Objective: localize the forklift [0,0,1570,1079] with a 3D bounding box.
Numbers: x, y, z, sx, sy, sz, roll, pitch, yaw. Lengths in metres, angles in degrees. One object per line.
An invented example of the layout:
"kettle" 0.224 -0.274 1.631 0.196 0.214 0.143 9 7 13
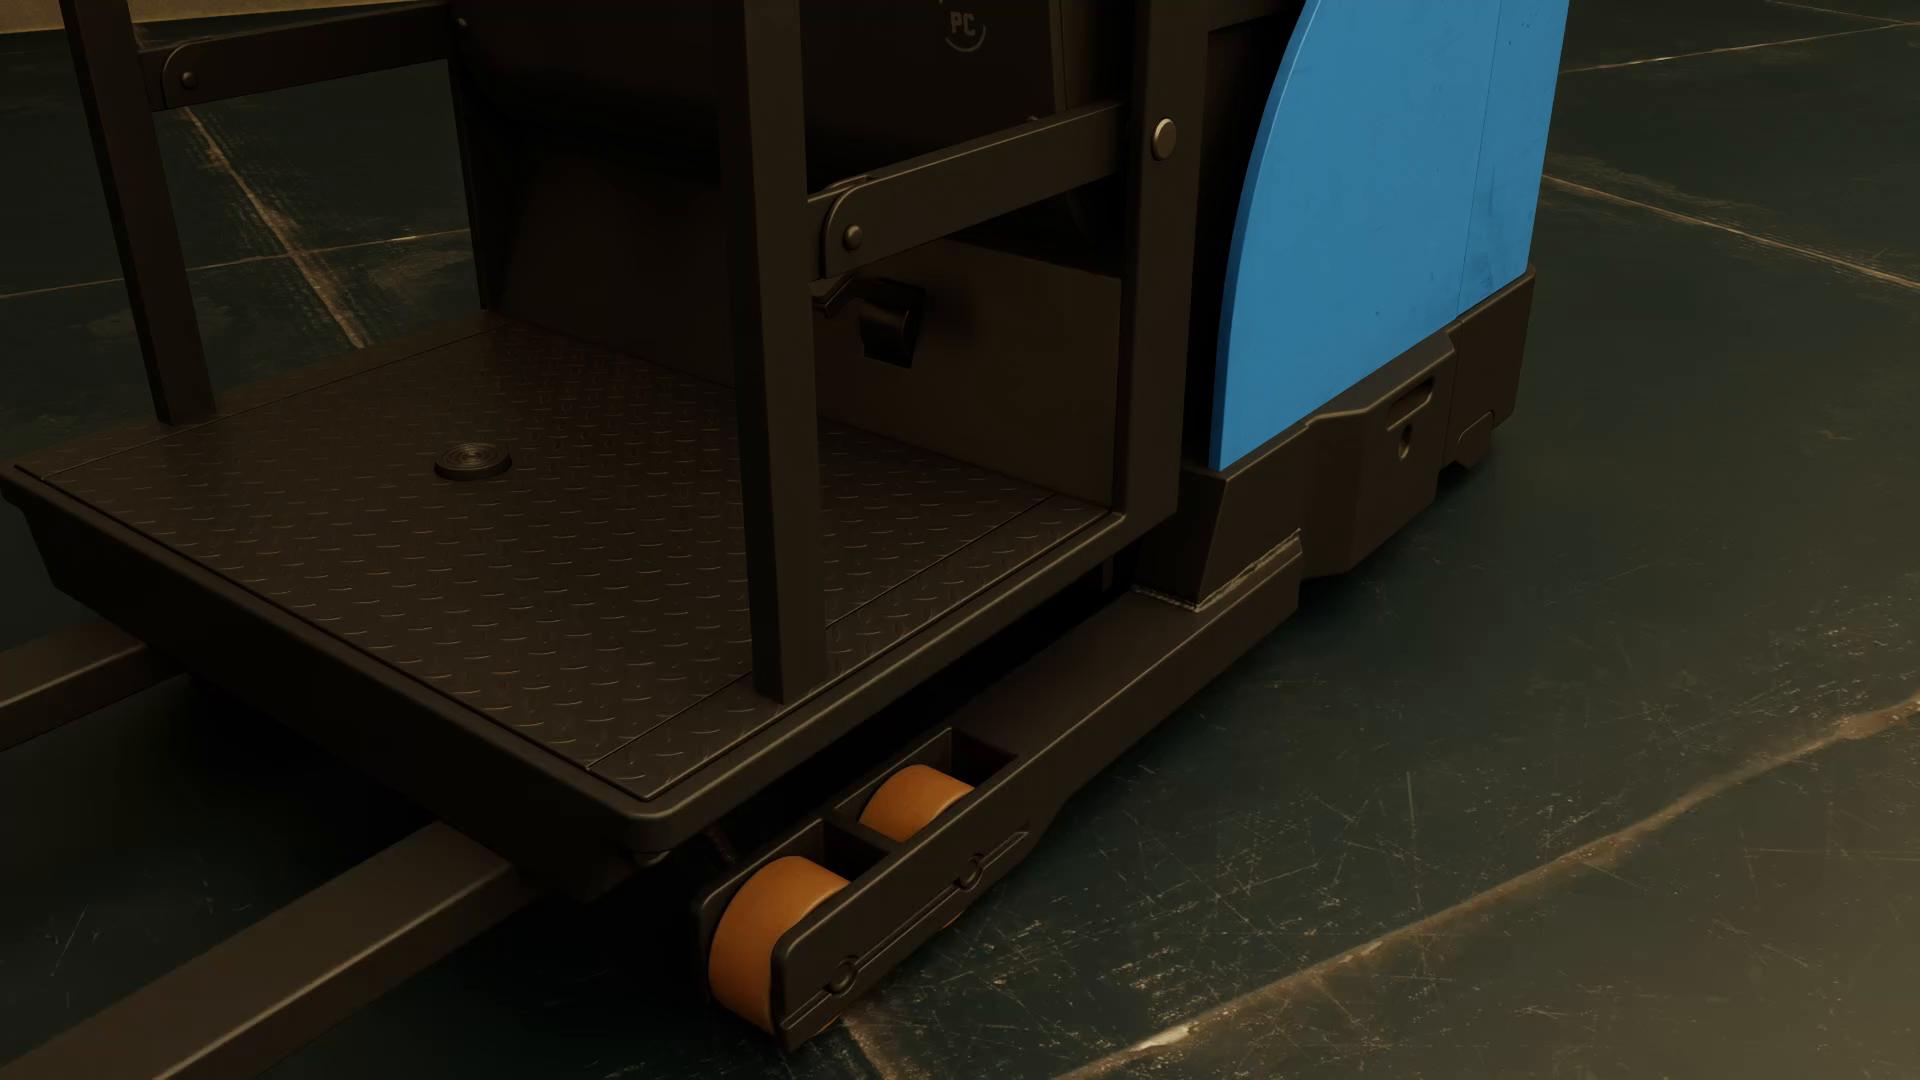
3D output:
"forklift" -0.375 -1.090 1.409 1.130 2.935 3.031 19 33 33
